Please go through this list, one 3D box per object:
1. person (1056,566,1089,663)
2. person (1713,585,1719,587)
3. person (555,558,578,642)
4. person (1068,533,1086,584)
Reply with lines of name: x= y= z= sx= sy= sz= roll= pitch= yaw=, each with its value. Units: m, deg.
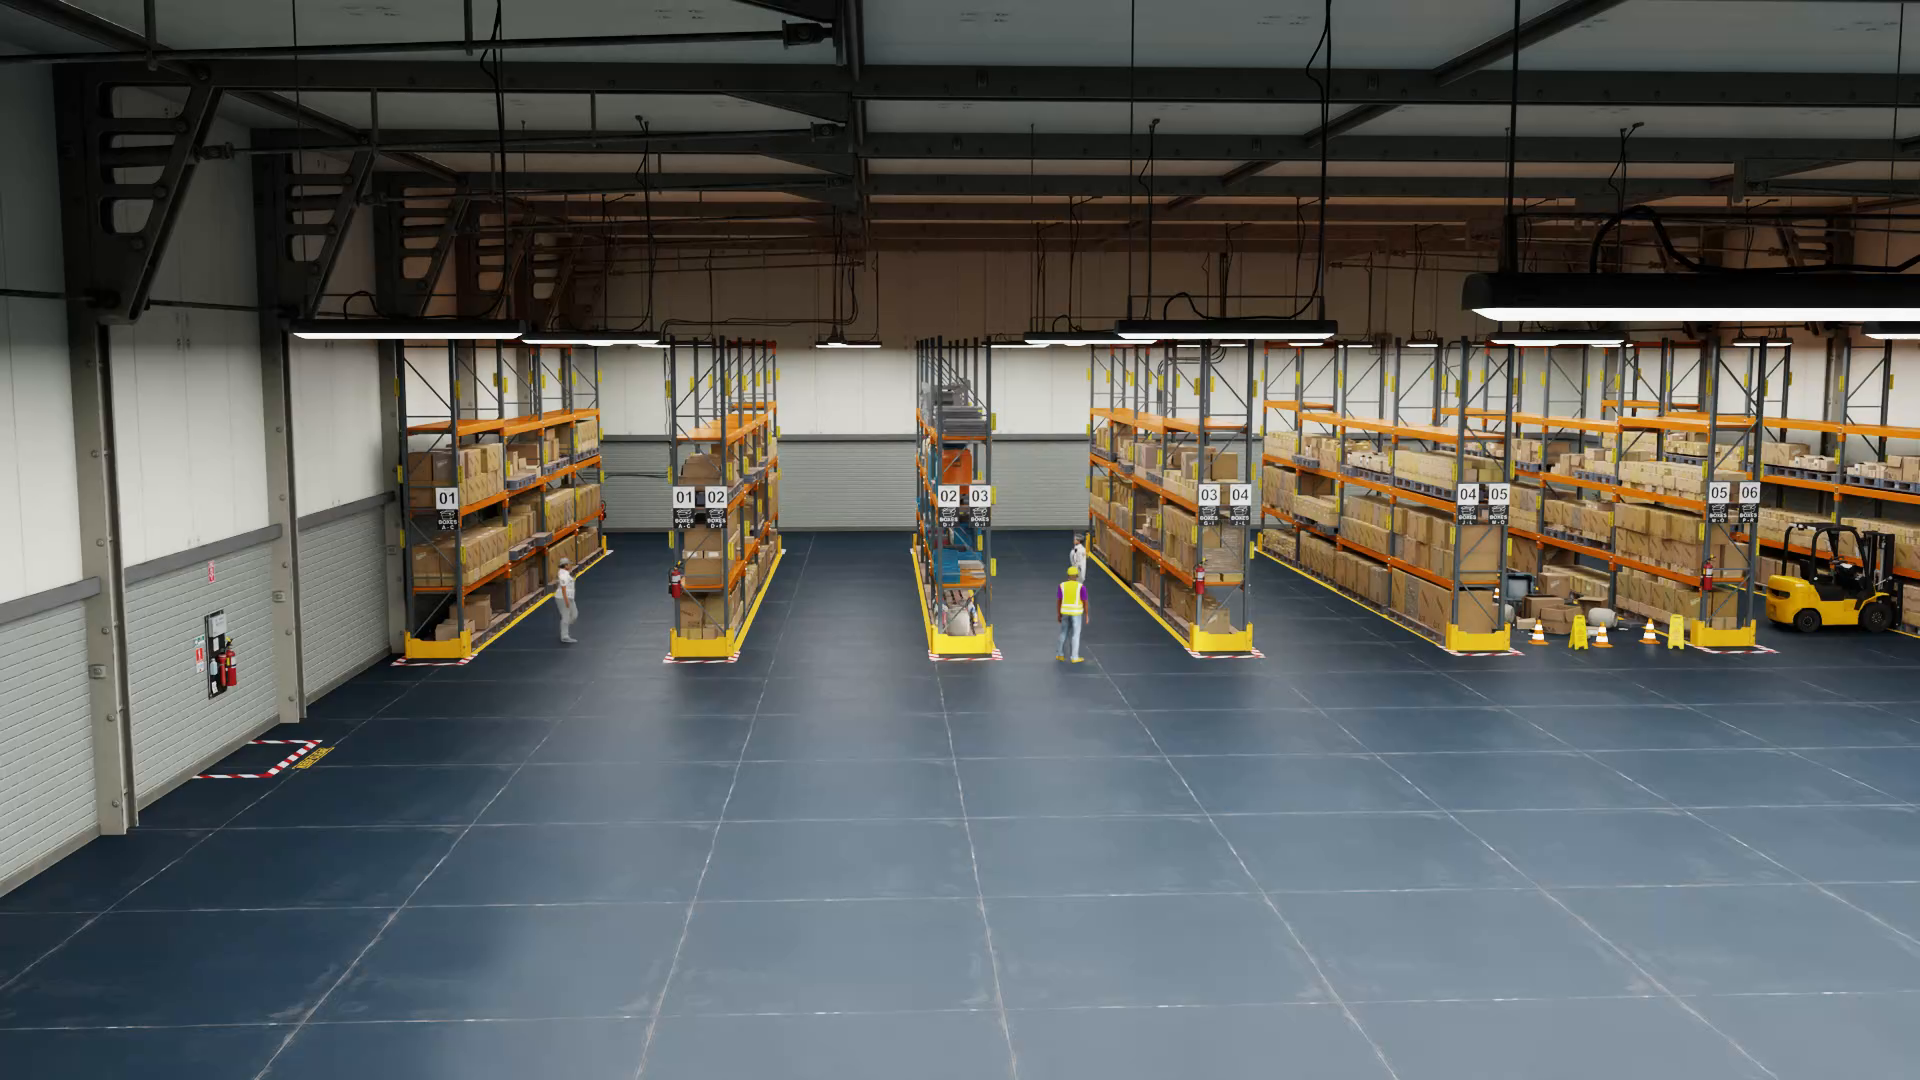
person: x=2.077 y=1.387 z=30.662 sx=0.618 sy=1.810 sz=0.412 roll=5 pitch=8 yaw=39
person: x=16.686 y=0.698 z=37.034 sx=0.557 sy=1.654 sz=0.926 roll=-2 pitch=7 yaw=-20
person: x=-7.795 y=1.186 z=32.872 sx=0.418 sy=1.682 sz=0.543 roll=0 pitch=6 yaw=1
person: x=2.476 y=0.715 z=35.303 sx=0.420 sy=1.713 sz=0.575 roll=-2 pitch=7 yaw=-15
